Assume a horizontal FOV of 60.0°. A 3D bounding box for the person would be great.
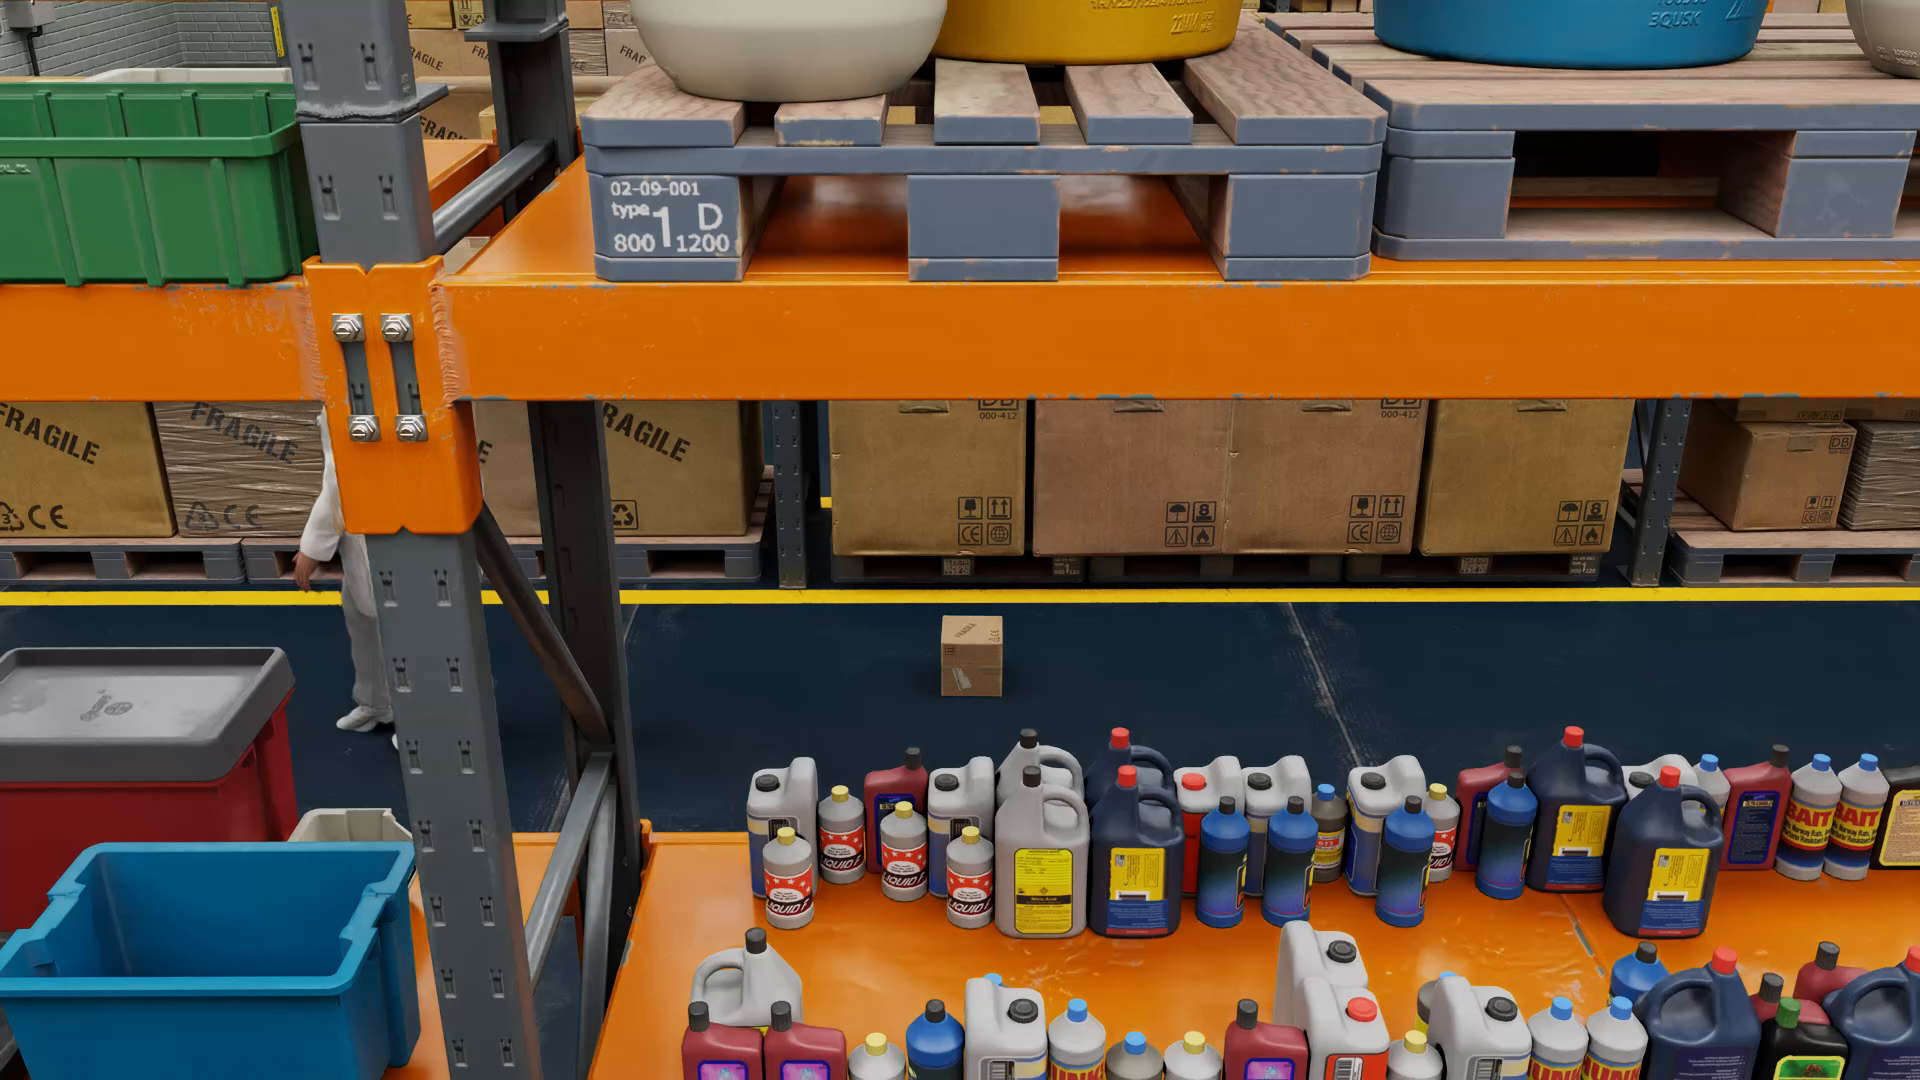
[{"bbox_3d":[-2.162,0.014,6.113,0.719,1.832,0.587,2,24,4],"label":"person"}]
